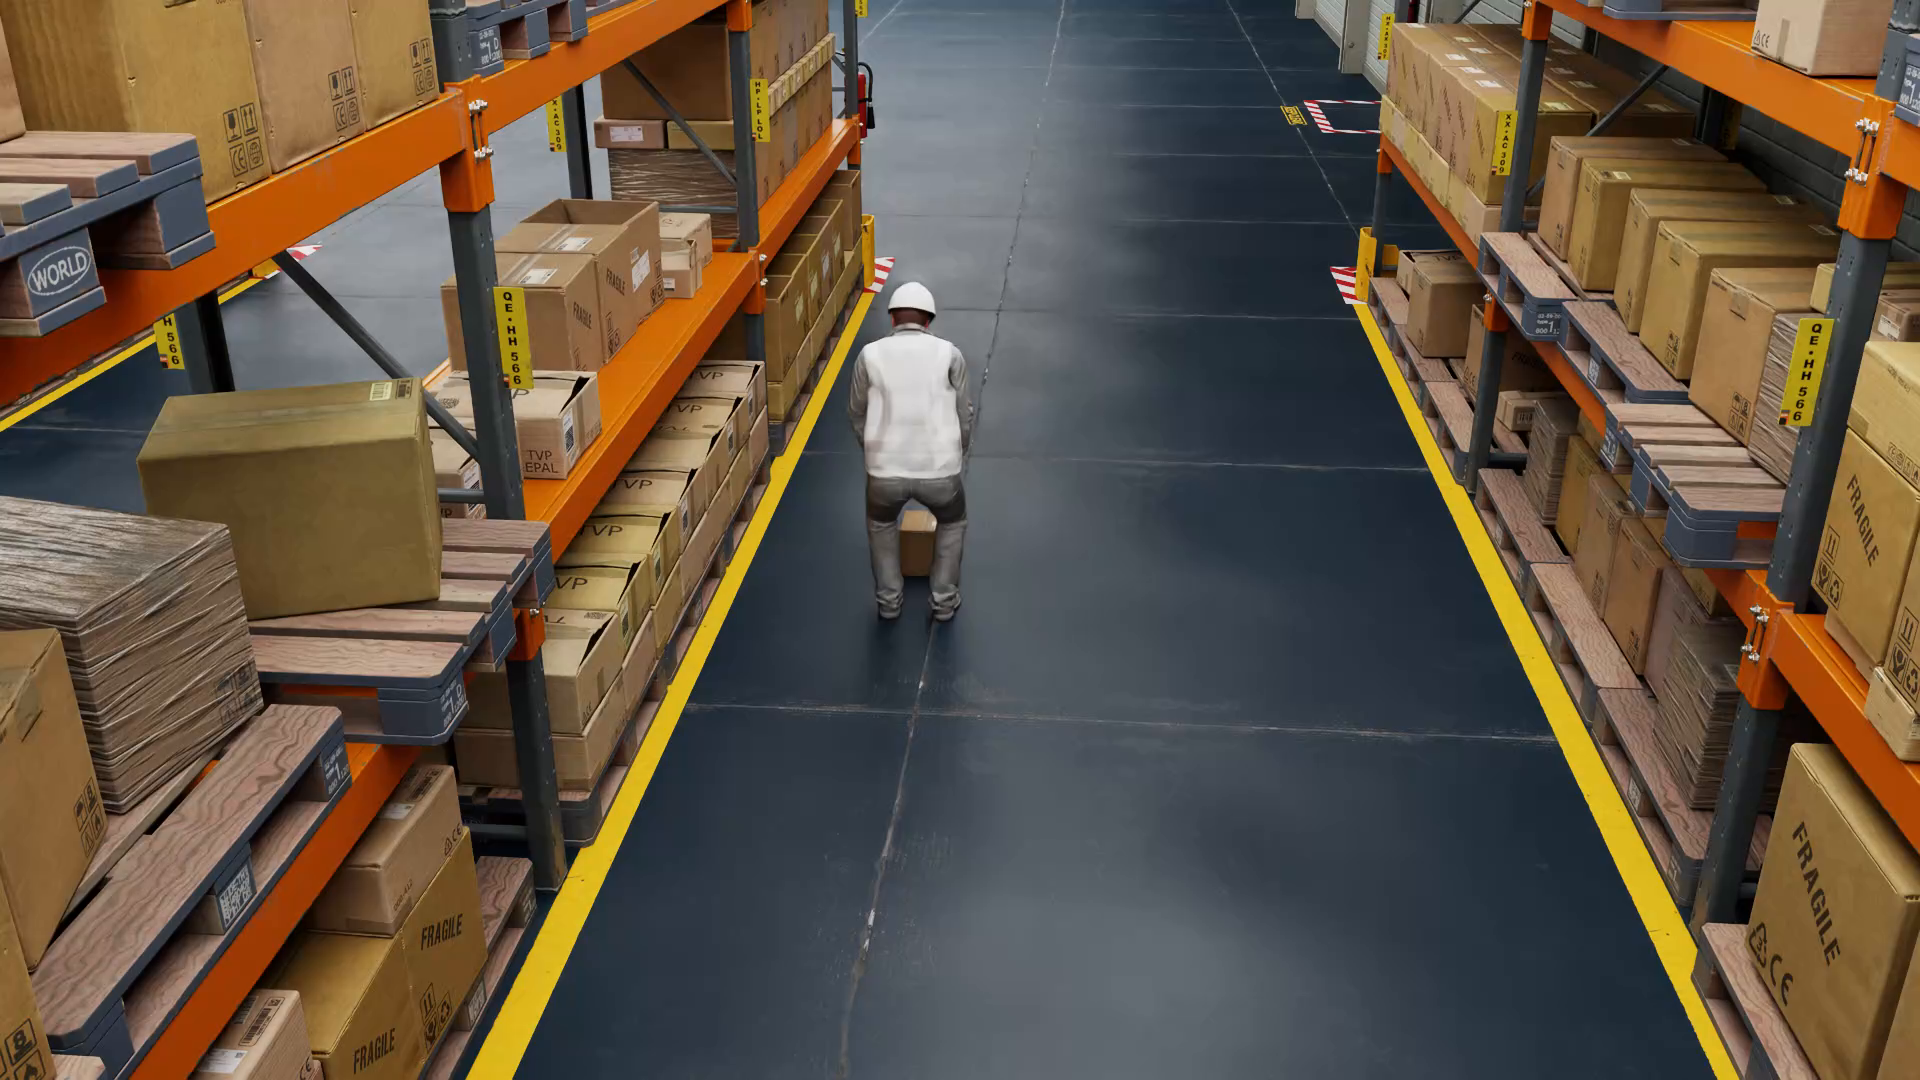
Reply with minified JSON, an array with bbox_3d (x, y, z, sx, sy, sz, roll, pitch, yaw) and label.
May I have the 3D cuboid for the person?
[{"bbox_3d":[-0.235,-0.390,7.734,0.589,1.534,0.684,2,24,4],"label":"person"}]
